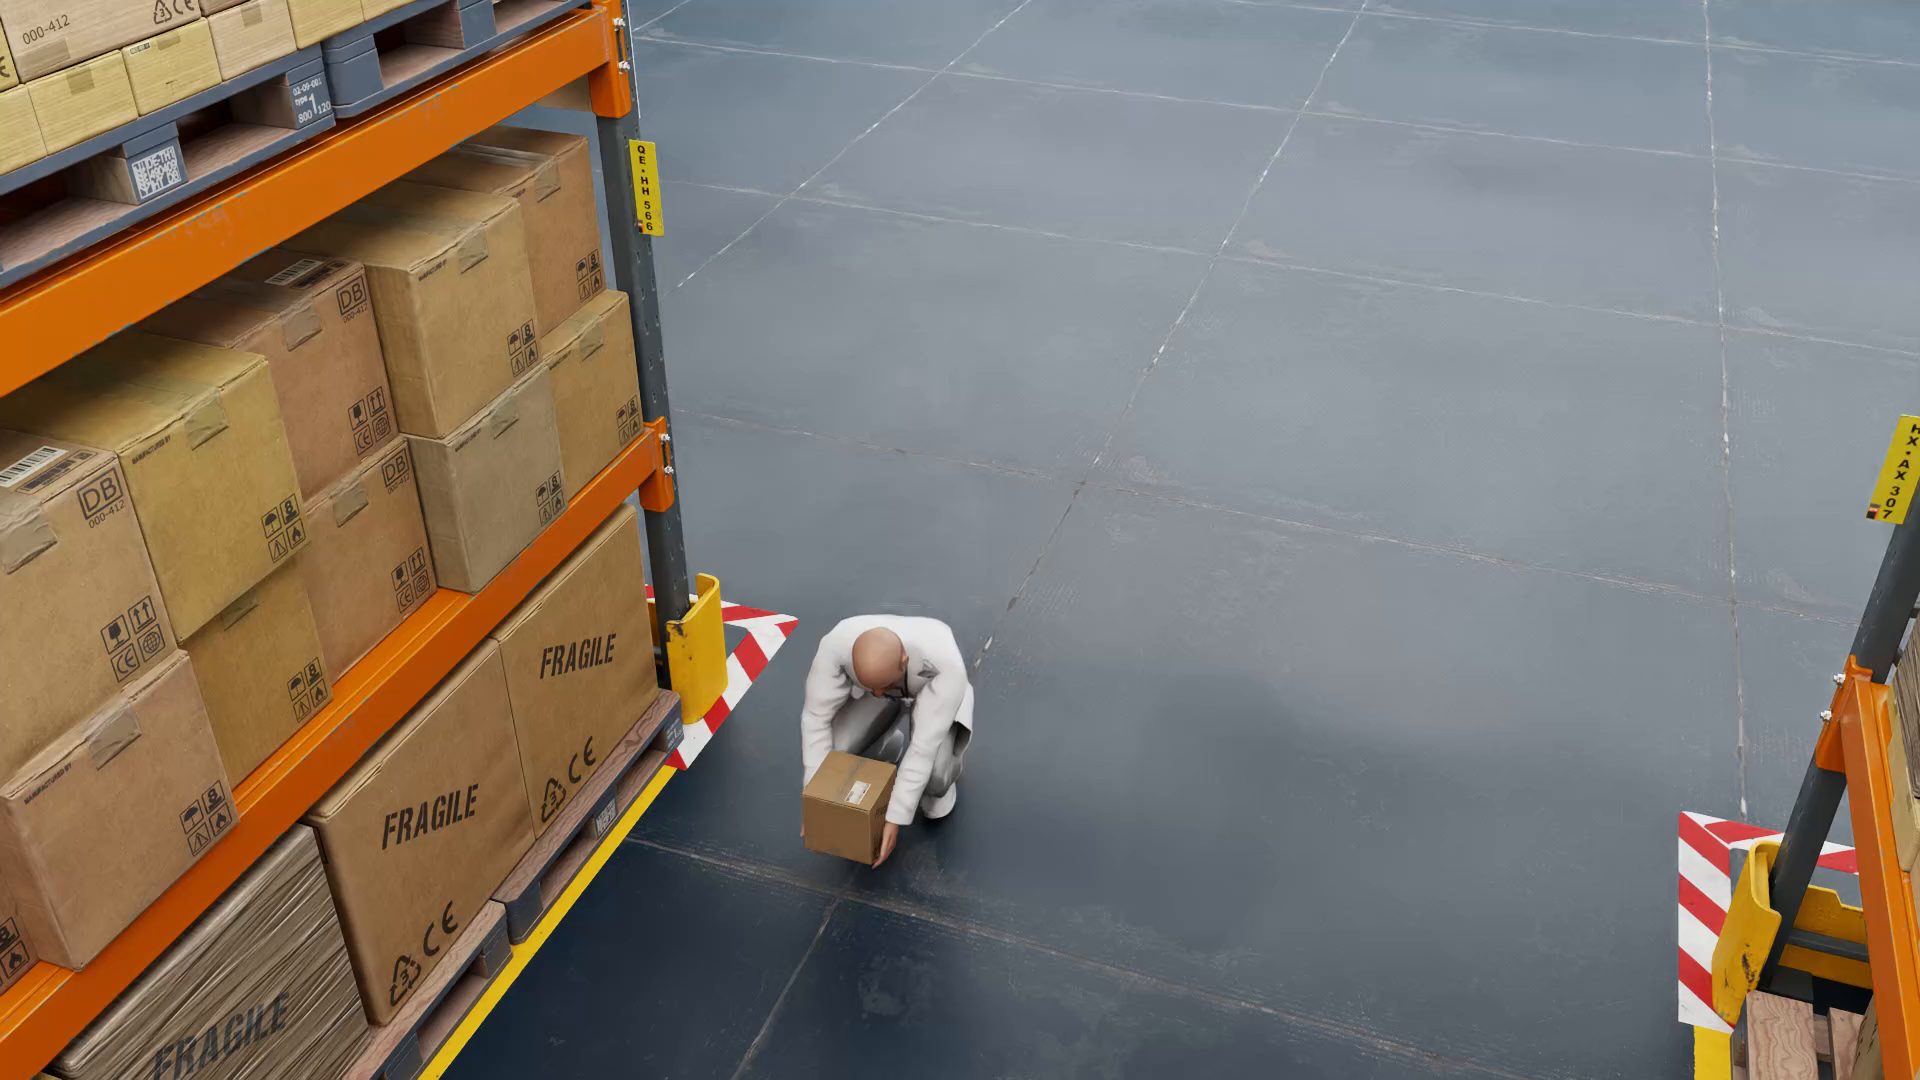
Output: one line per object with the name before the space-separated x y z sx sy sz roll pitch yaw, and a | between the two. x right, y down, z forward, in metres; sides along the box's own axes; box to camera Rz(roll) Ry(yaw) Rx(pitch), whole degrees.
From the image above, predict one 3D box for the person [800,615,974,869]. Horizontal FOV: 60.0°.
person | -0.252 0.601 5.950 0.593 0.994 0.910 11 34 16
